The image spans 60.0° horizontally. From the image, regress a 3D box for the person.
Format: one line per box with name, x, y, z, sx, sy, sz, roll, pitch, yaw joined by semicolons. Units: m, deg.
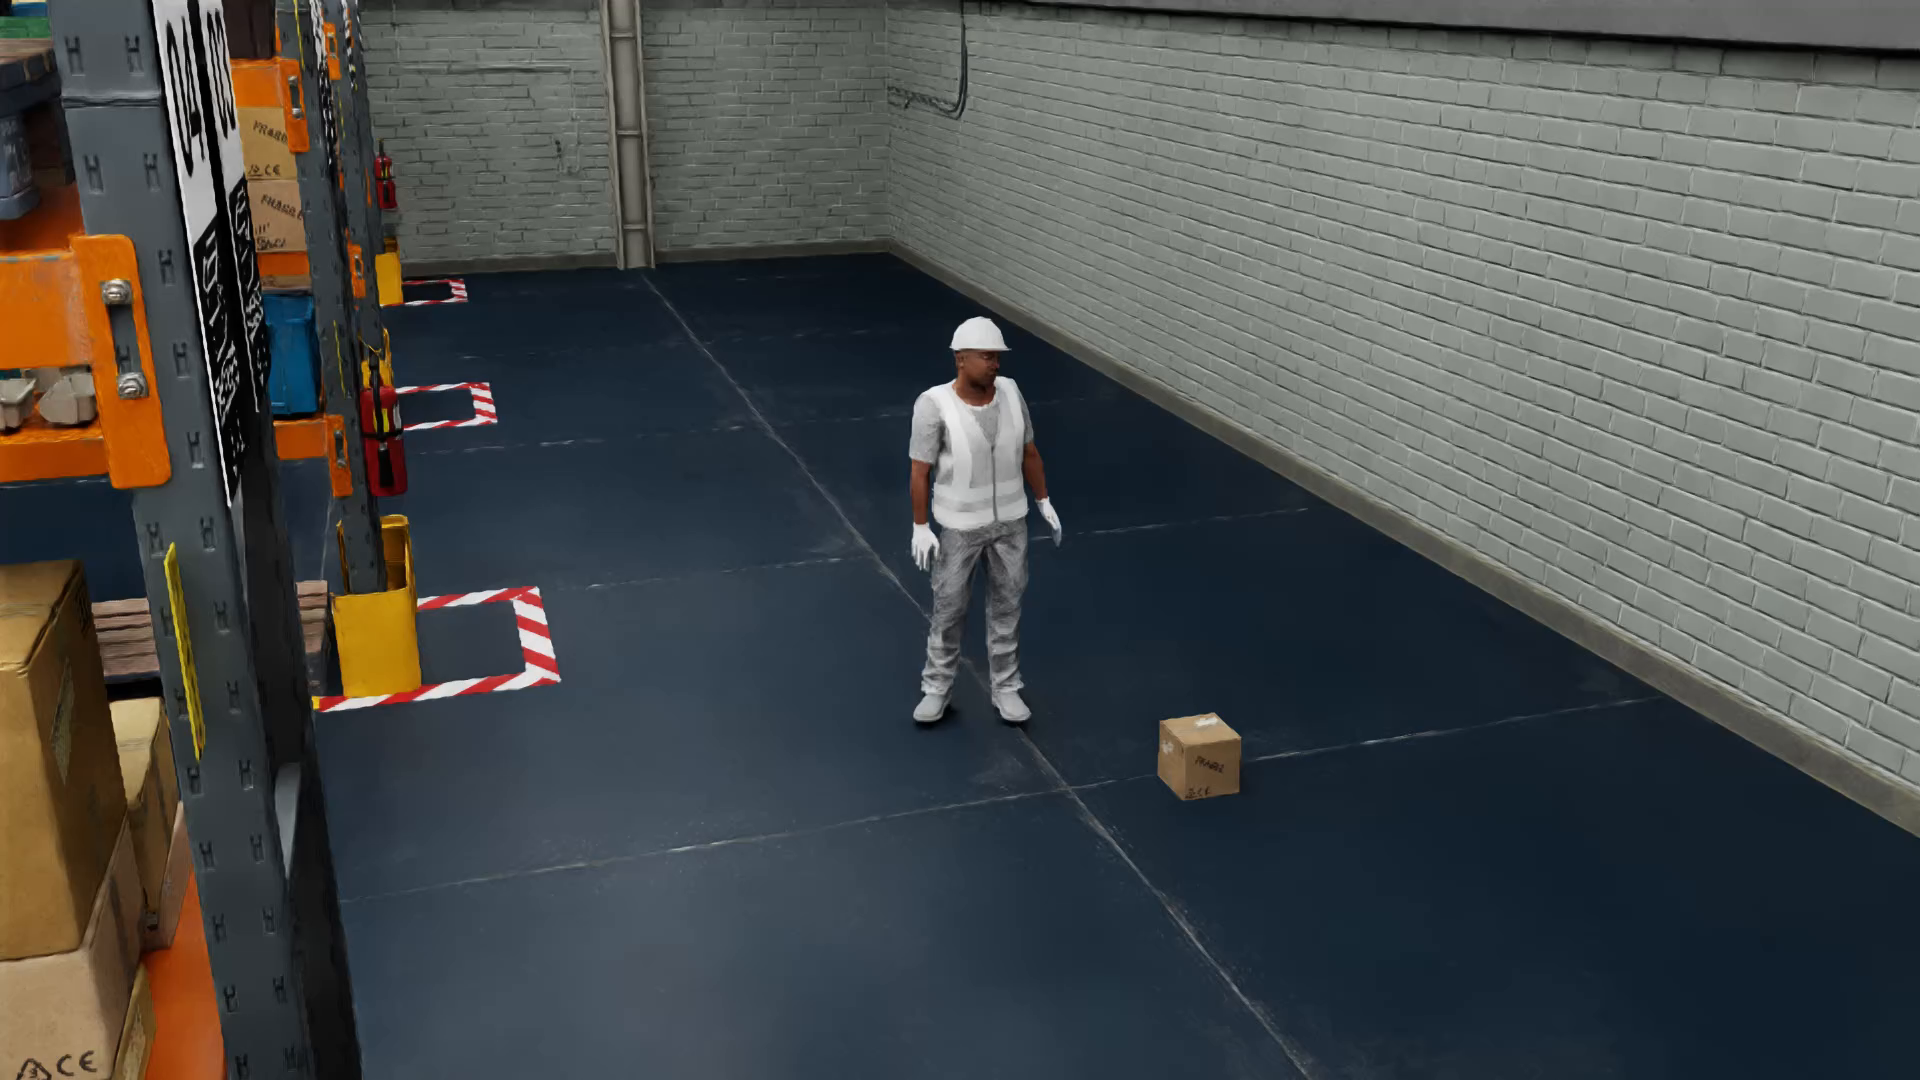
person;0.111;-0.079;7.194;0.680;1.787;0.458;-9;21;-23
